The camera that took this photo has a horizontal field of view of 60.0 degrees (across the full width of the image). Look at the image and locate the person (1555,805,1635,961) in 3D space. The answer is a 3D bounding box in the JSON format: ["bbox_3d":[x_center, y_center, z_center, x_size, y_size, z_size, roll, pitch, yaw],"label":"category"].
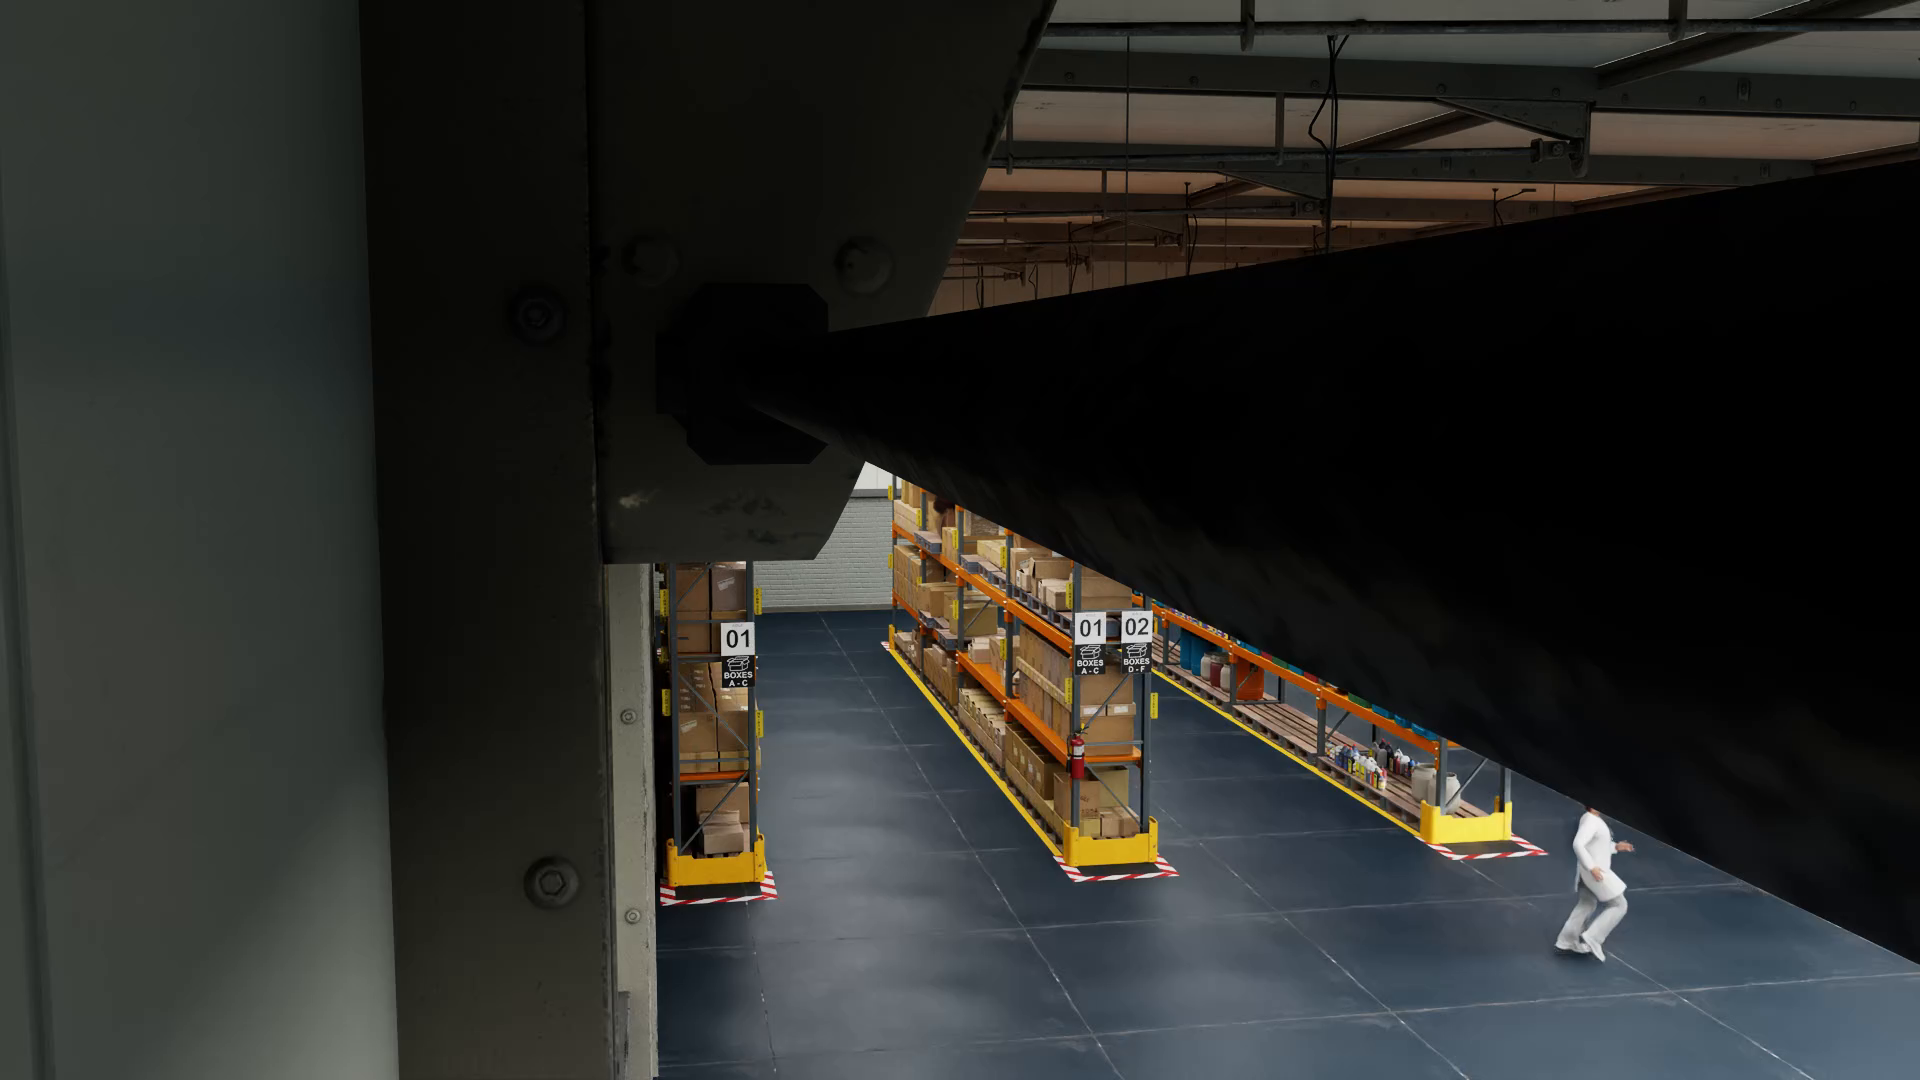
[{"bbox_3d":[6.737,3.554,17.606,0.762,1.790,0.675,1,6,7],"label":"person"}]
